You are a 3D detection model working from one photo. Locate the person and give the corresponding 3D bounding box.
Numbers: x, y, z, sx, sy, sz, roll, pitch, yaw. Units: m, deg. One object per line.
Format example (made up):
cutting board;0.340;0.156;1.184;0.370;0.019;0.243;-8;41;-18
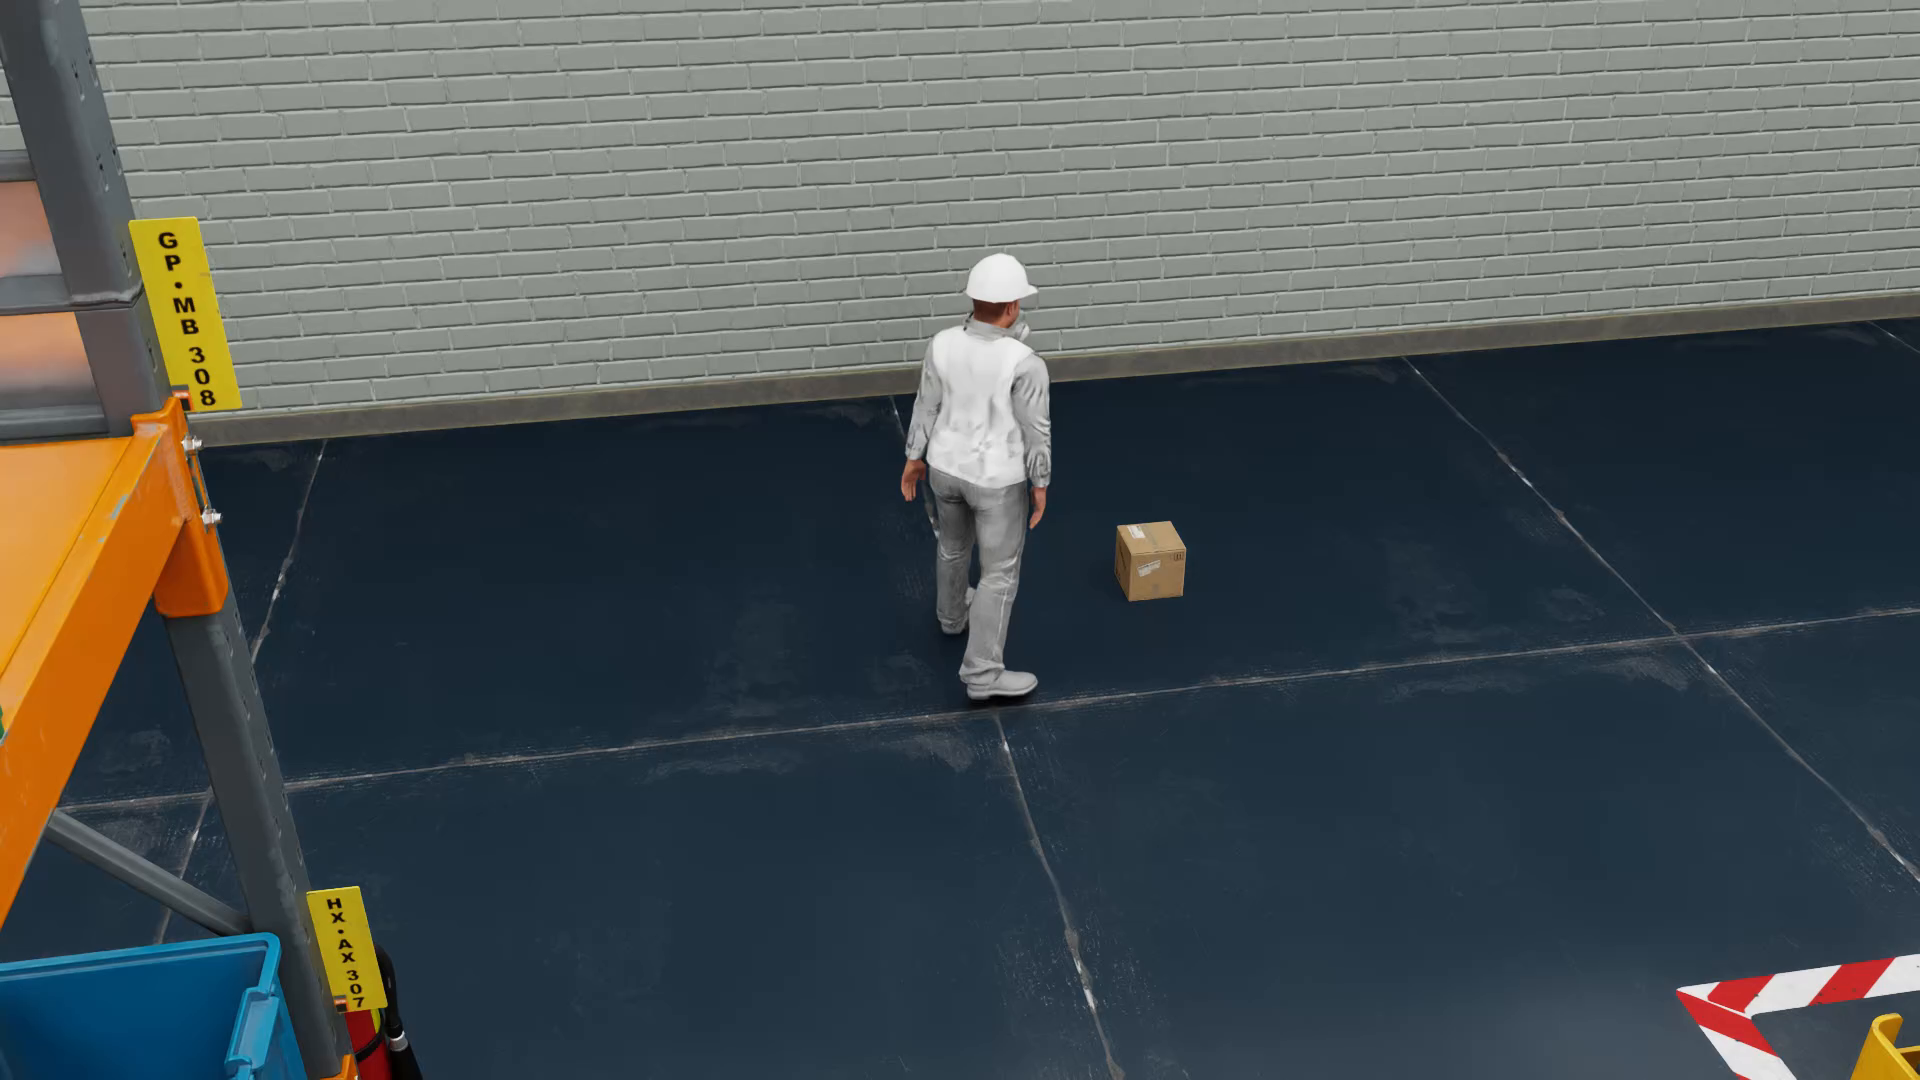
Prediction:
person;0.101;-0.265;6.564;0.663;1.760;0.681;18;35;28
